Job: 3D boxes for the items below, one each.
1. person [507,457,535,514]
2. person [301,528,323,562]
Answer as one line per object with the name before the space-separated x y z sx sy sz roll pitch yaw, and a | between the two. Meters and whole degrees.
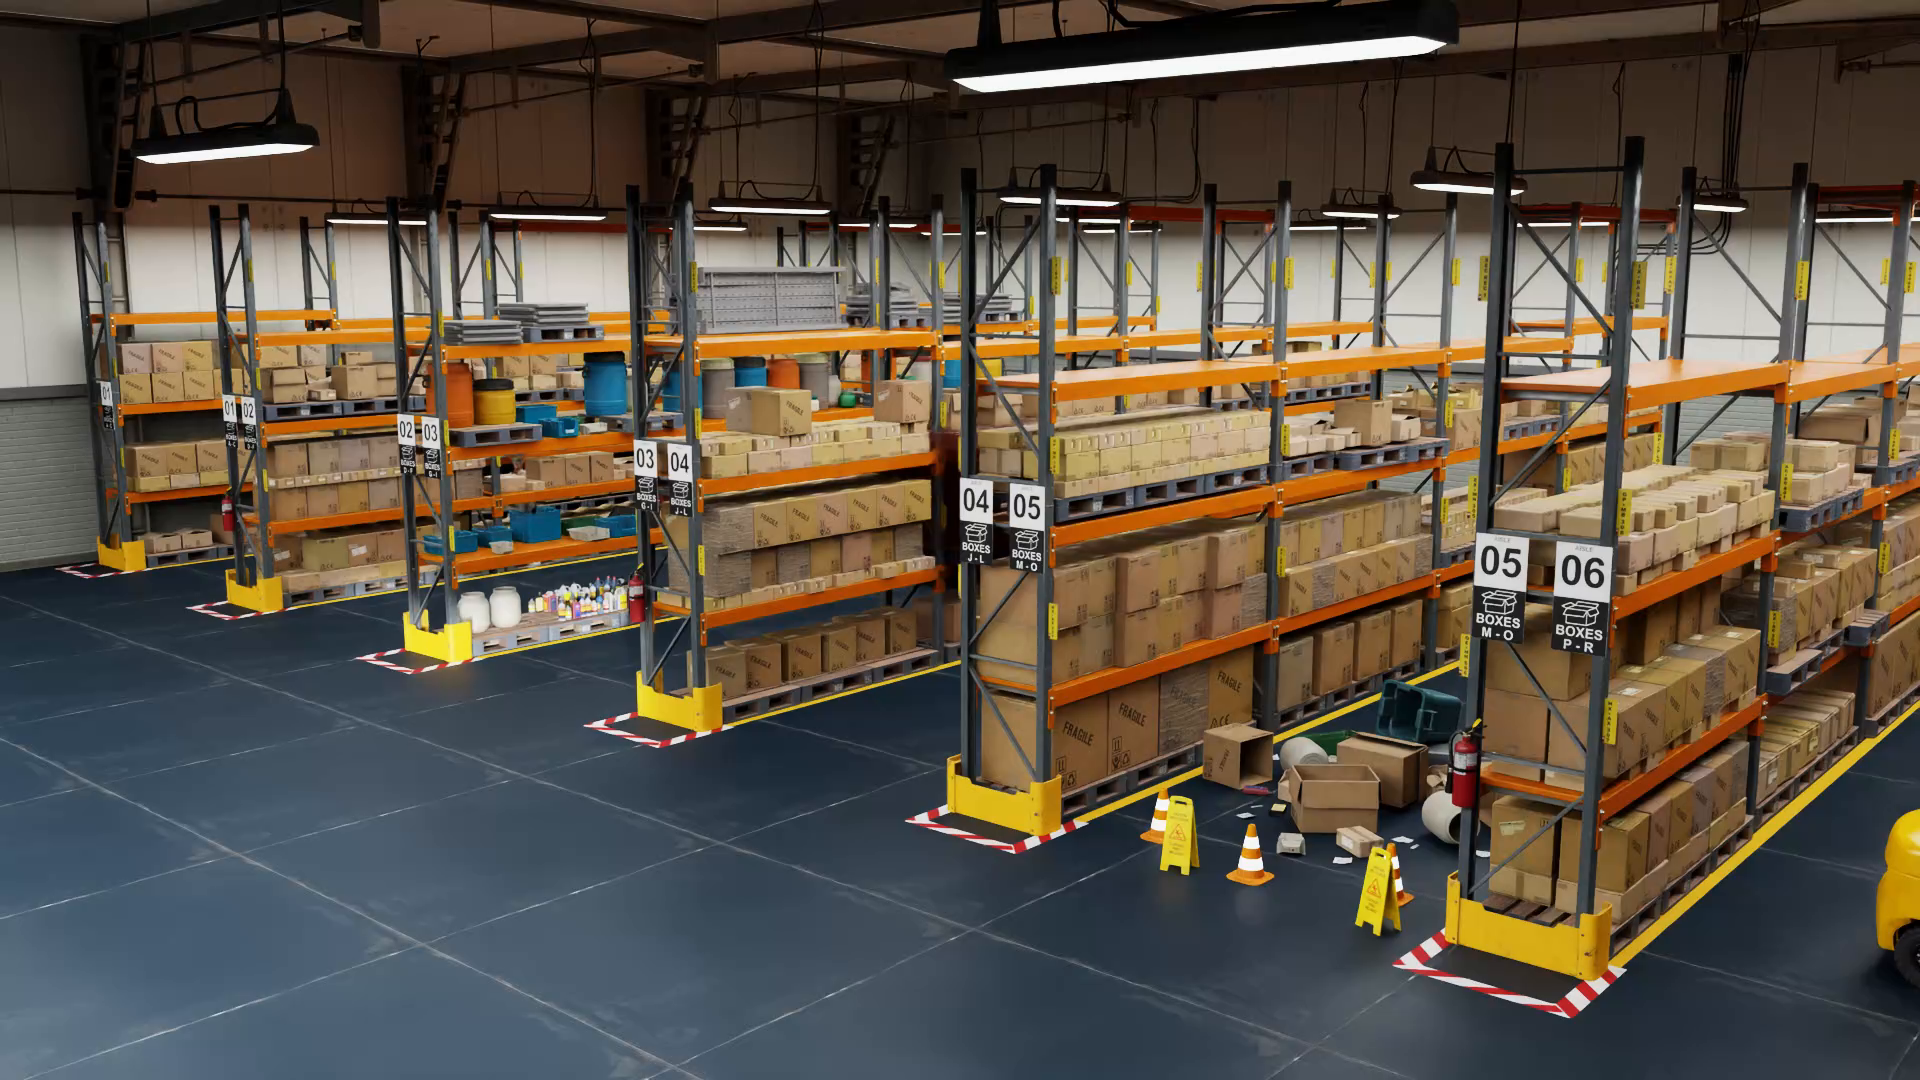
person | -8.150 -0.729 30.671 0.464 1.612 0.935 6 11 30
person | -10.744 -0.254 27.563 0.566 1.714 0.457 9 13 44
